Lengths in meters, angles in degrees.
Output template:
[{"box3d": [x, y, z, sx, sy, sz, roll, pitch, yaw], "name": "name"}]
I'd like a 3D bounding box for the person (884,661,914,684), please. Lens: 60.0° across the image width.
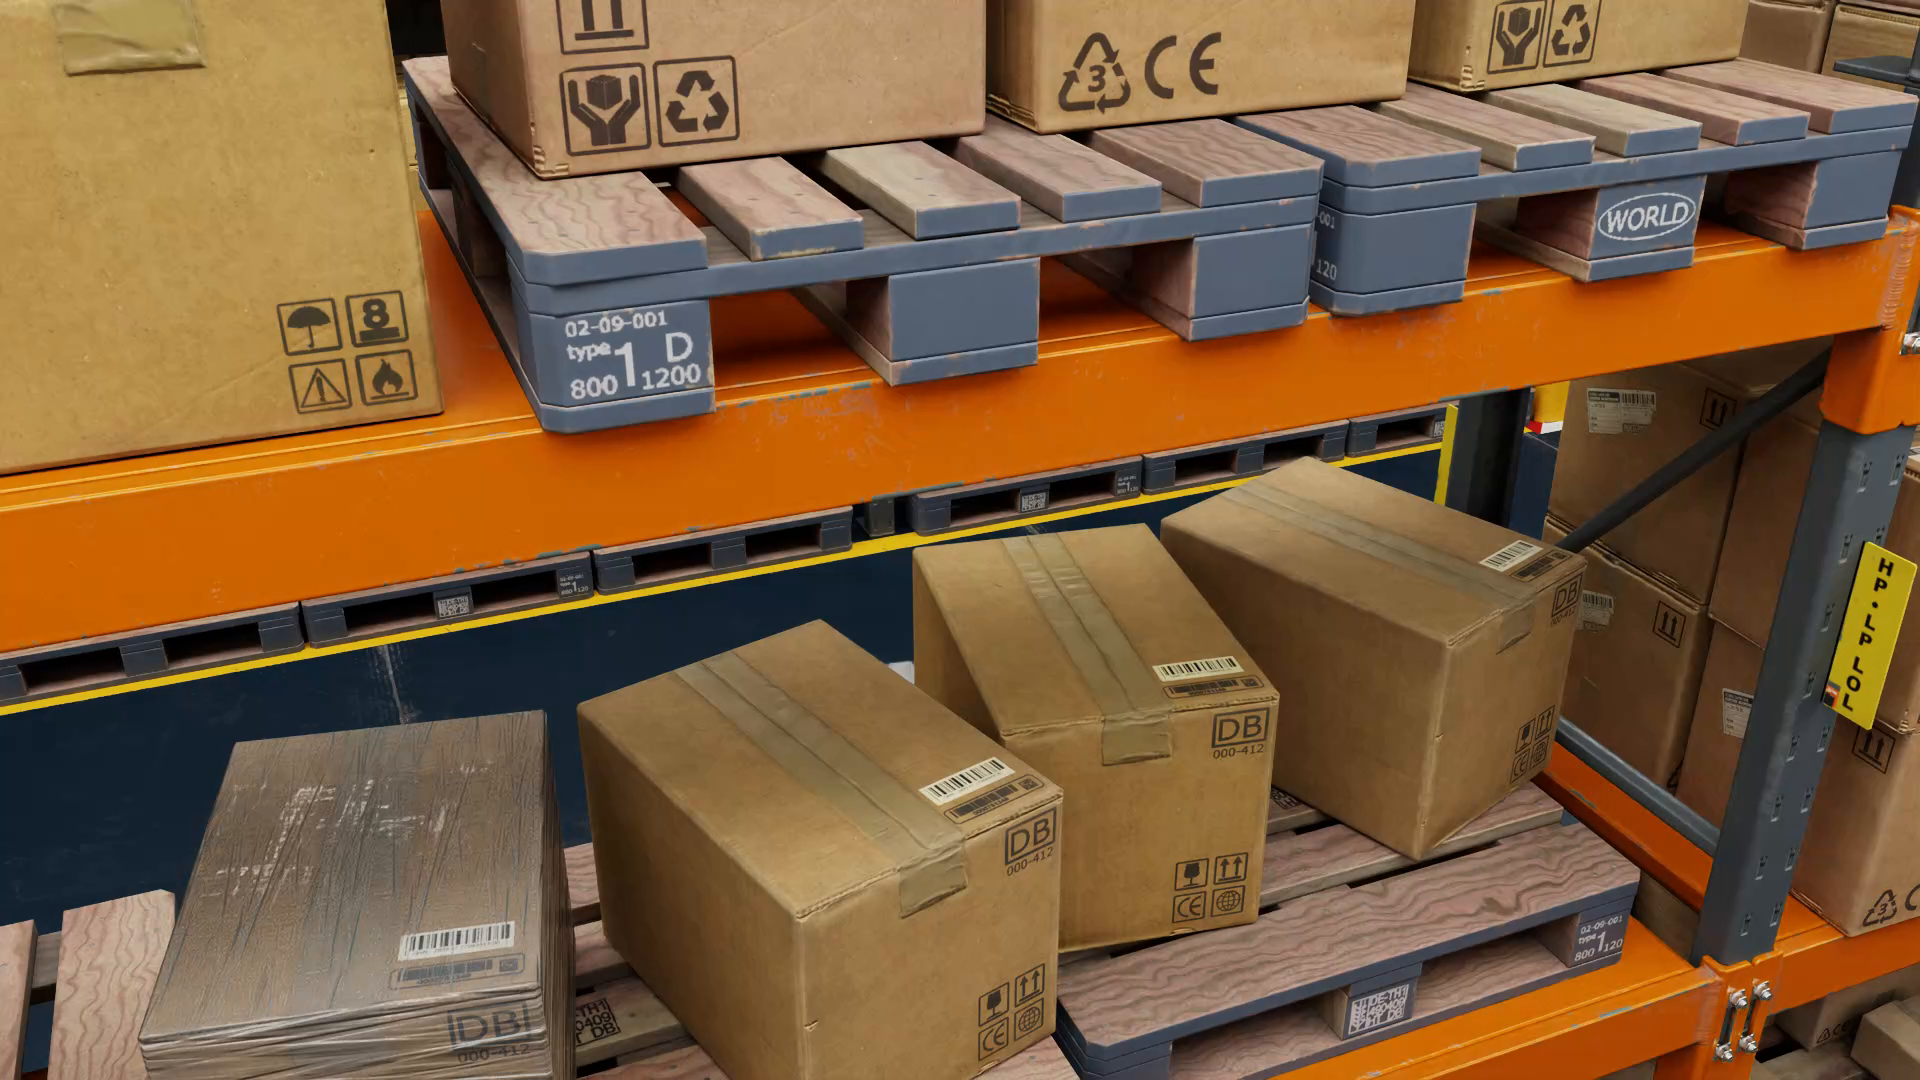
[{"box3d": [-0.277, 0.745, 5.687, 0.844, 0.746, 0.424, -11, 28, -21], "name": "person"}]
